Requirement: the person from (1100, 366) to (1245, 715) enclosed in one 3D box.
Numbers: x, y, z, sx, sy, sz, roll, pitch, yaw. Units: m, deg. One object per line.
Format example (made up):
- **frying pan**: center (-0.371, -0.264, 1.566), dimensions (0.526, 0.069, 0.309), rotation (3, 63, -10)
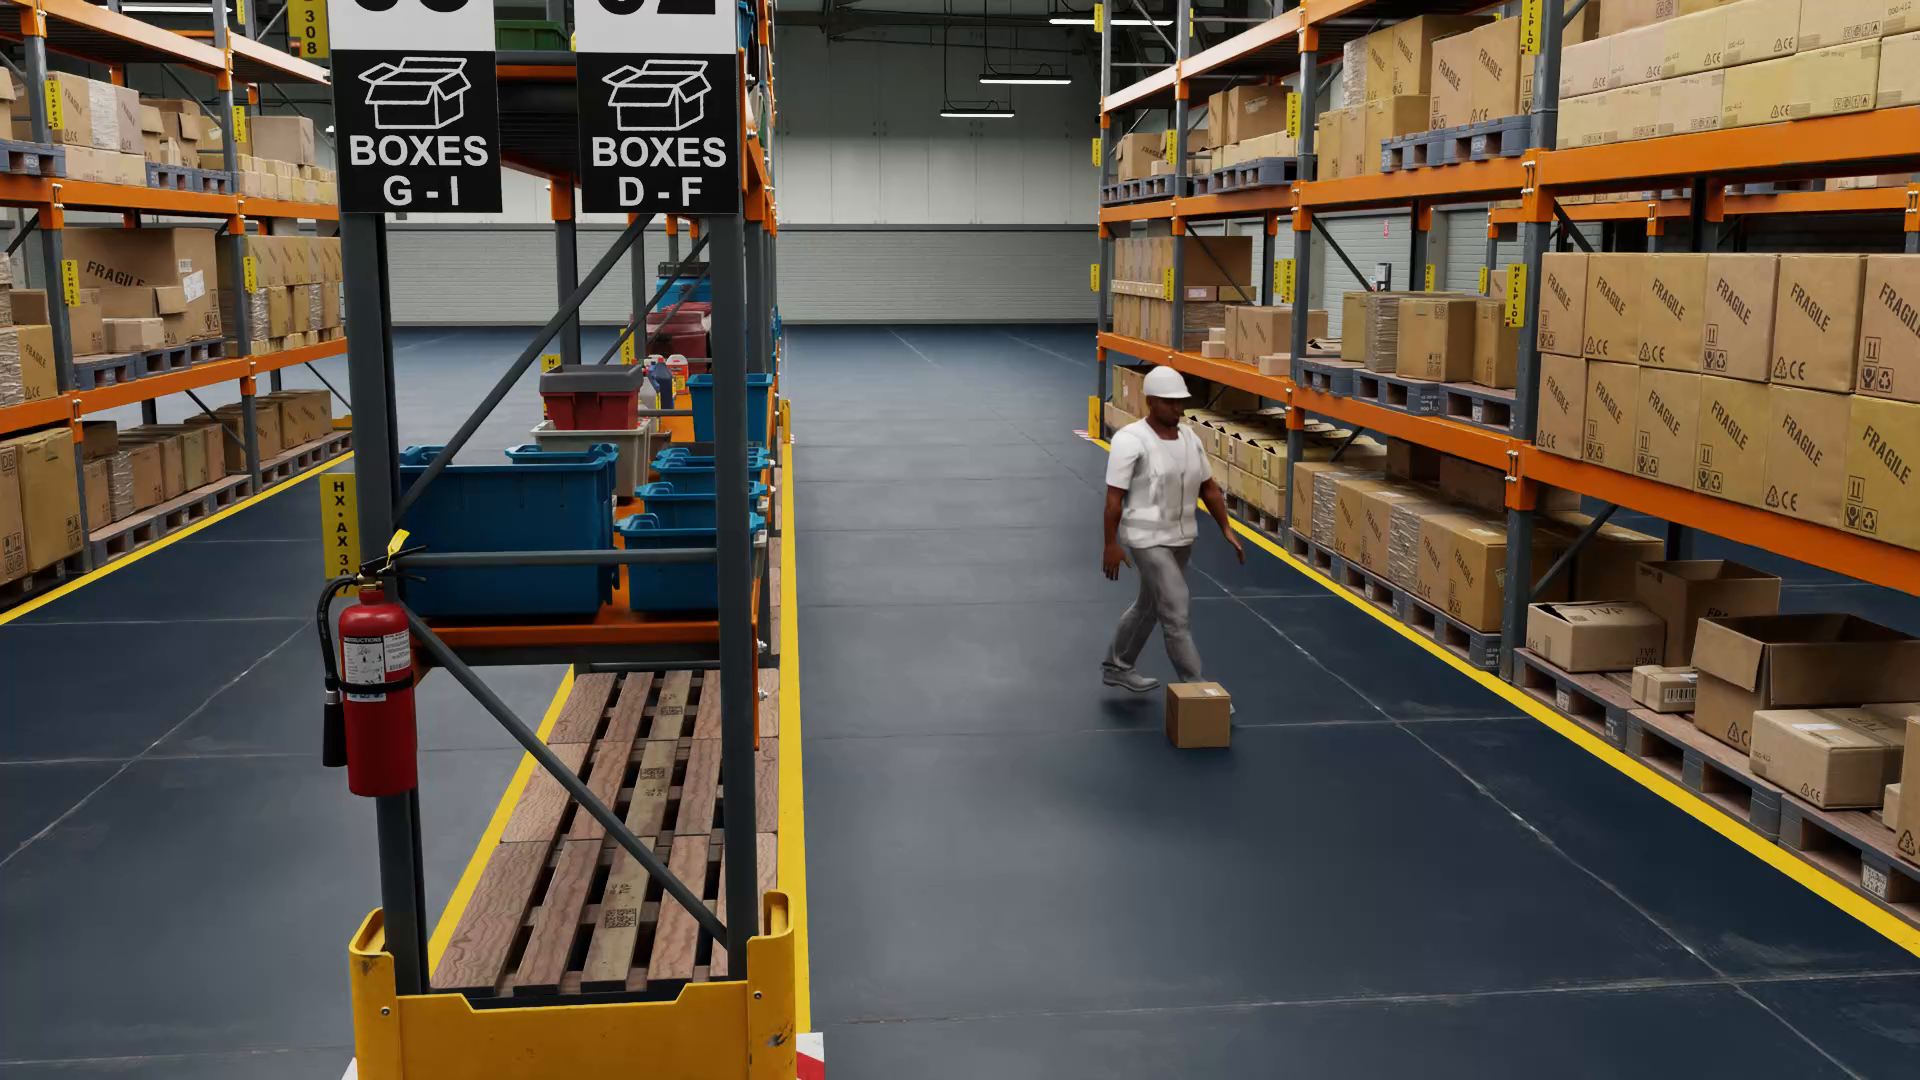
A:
- **person**: center (1.083, -0.002, 8.341), dimensions (0.666, 1.742, 0.908), rotation (-9, 14, -43)
